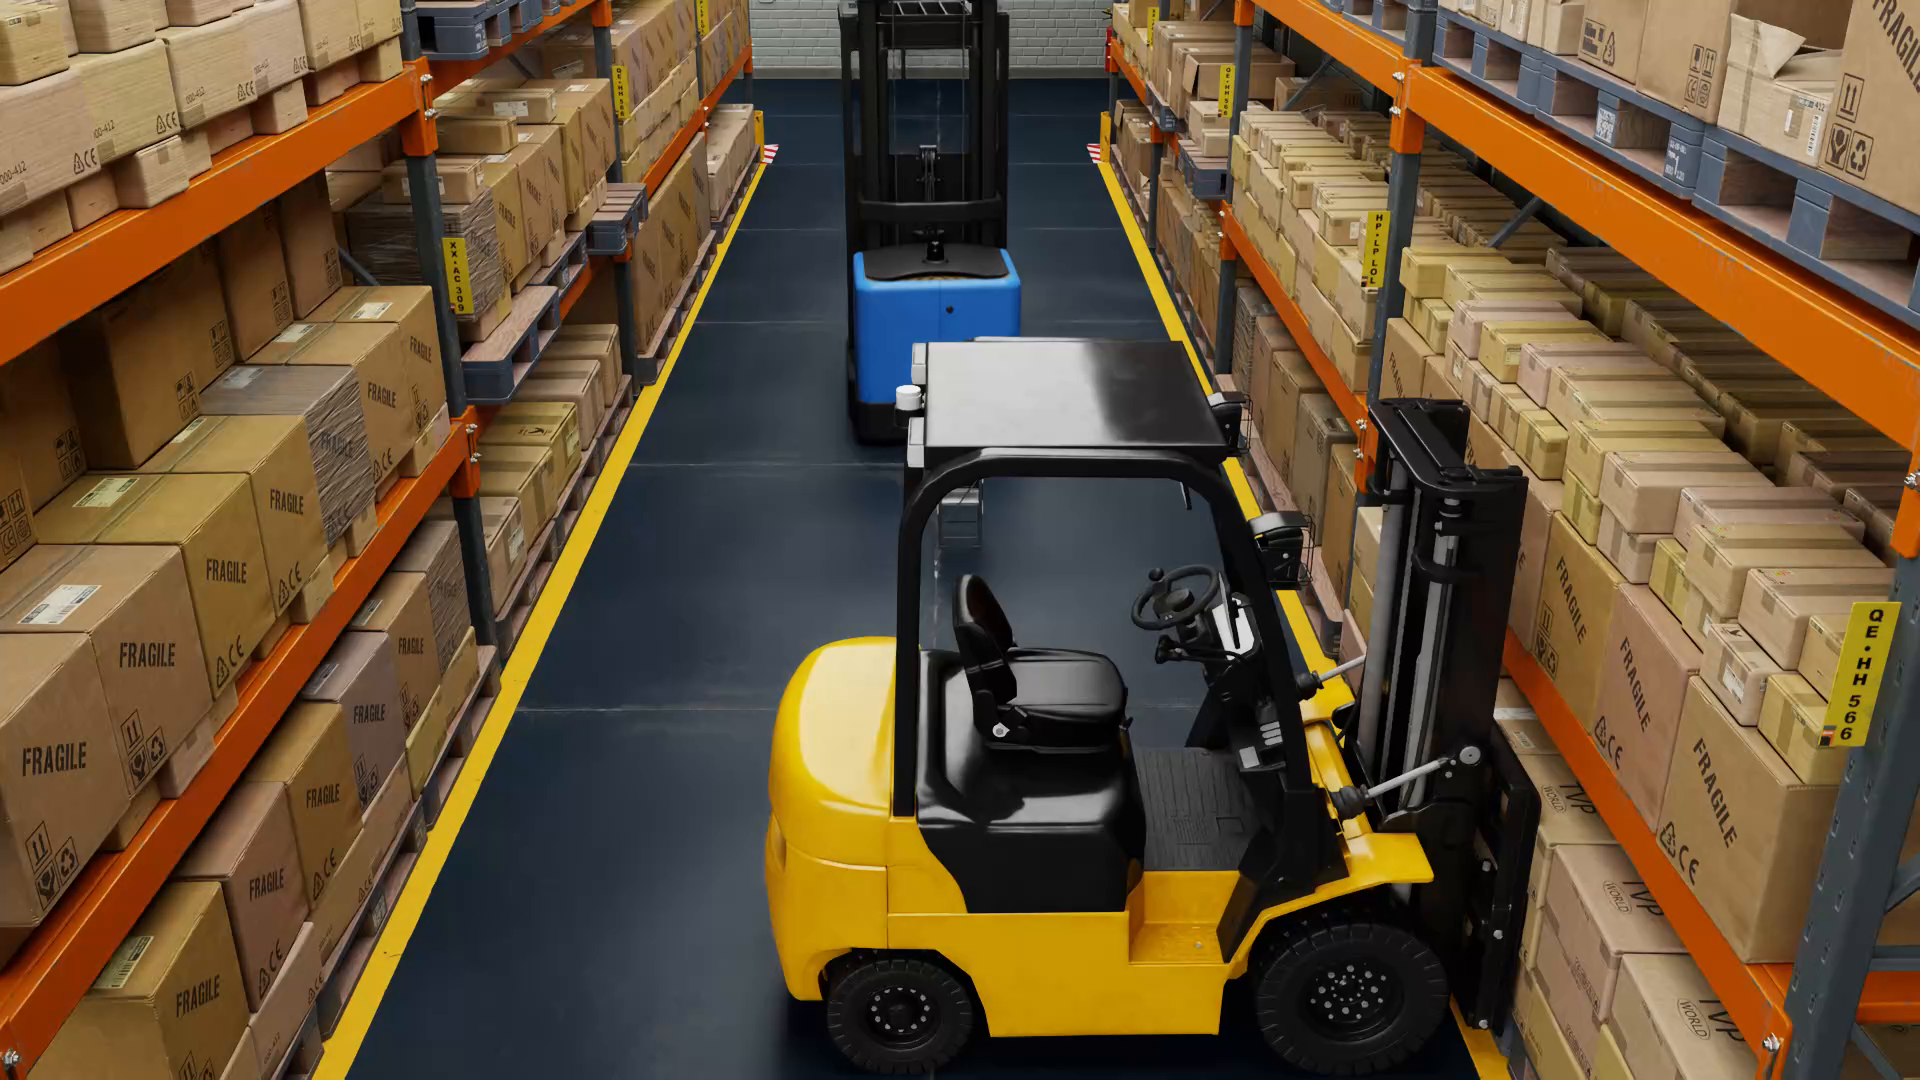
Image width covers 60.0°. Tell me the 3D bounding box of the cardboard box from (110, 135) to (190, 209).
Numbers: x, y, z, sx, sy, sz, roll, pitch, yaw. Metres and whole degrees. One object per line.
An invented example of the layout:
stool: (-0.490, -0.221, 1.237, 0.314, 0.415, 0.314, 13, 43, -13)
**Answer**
cardboard box: (-2.320, -0.990, 4.463, 0.380, 0.149, 0.250, 0, 24, 0)

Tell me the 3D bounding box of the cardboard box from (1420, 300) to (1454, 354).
cardboard box: (2.042, -0.841, 6.560, 0.380, 0.149, 0.250, 0, 24, 1)

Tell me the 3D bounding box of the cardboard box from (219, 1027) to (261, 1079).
cardboard box: (-2.355, 1.661, 4.764, 0.500, 0.250, 0.500, 0, 24, -1)

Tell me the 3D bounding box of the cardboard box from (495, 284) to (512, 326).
cardboard box: (-2.351, -1.124, 7.890, 0.380, 0.149, 0.250, 0, 24, 1)

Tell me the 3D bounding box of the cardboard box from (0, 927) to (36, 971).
cardboard box: (-2.420, 0.907, 3.910, 0.380, 0.149, 0.250, 0, 24, 0)

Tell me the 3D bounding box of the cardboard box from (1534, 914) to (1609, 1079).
cardboard box: (2.028, 1.337, 4.874, 0.500, 0.250, 0.500, 0, 24, -1)

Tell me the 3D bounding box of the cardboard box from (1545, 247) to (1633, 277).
cardboard box: (2.602, -1.085, 6.740, 0.380, 0.149, 0.250, 0, 24, 0)

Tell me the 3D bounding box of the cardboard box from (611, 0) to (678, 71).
cardboard box: (-2.499, -3.907, 12.915, 0.500, 0.500, 0.500, 0, 24, 1)

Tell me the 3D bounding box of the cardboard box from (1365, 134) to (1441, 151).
cardboard box: (2.588, -2.280, 9.742, 0.380, 0.149, 0.250, -1, 24, -2)

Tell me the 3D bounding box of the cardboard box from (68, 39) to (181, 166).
cardboard box: (-2.388, -1.129, 4.288, 0.500, 0.250, 0.500, 0, 24, 1)

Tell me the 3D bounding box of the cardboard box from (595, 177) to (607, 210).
cardboard box: (-2.349, -2.092, 10.031, 0.380, 0.149, 0.250, 0, 24, -1)

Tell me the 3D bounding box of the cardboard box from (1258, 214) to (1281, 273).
cardboard box: (2.027, -1.715, 9.585, 0.500, 0.250, 0.500, -1, 24, -2)

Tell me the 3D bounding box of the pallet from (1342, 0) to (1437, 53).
pallet: (2.274, -2.382, 7.468, 0.805, 0.209, 1.217, -1, 24, -3)

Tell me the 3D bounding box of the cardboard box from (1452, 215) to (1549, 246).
cardboard box: (2.555, -1.439, 7.884, 0.380, 0.149, 0.250, 0, 24, -1)

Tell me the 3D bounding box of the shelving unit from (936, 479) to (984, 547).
shelving unit: (0.000, -0.413, 9.072, 0.258, 0.900, 0.210, 0, 24, -1)

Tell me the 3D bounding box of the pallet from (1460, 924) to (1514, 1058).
pallet: (2.280, 1.364, 5.979, 1.003, 0.211, 1.213, 0, 24, -1)

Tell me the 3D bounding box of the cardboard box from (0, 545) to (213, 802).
cardboard box: (-2.360, 0.342, 4.371, 0.500, 0.500, 0.500, 0, 24, 1)

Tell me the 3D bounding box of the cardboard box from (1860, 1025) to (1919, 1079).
cardboard box: (2.524, 1.316, 4.313, 0.500, 0.250, 0.500, -1, 24, -1)

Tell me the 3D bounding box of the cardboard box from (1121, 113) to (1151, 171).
cardboard box: (2.048, -4.131, 17.268, 0.700, 0.500, 0.500, 1, 24, 2)

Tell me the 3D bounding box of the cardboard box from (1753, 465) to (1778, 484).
cardboard box: (2.602, -0.204, 5.153, 0.380, 0.149, 0.250, 0, 24, -1)

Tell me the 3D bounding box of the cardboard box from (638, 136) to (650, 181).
cardboard box: (-2.487, -2.709, 11.782, 0.500, 0.250, 0.500, -1, 24, -2)

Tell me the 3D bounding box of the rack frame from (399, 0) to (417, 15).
rack frame: (-2.667, -3.448, 5.955, 1.000, 3.000, 0.127, 0, 24, -1)

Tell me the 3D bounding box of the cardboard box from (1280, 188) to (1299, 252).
cardboard box: (2.036, -1.730, 9.011, 0.500, 0.250, 0.500, 0, 24, 0)

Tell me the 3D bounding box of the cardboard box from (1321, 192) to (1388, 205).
cardboard box: (2.024, -1.643, 8.334, 0.380, 0.149, 0.250, -1, 24, -2)

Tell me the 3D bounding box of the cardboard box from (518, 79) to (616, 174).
cardboard box: (-2.427, -2.550, 10.255, 0.500, 0.500, 0.500, -1, 24, -2)

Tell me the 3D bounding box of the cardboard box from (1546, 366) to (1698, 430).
cardboard box: (2.117, -0.450, 5.335, 0.380, 0.149, 0.250, 0, 24, 0)

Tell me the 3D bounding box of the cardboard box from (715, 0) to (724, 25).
cardboard box: (-2.510, -5.129, 15.616, 0.500, 0.500, 0.500, 0, 24, 0)

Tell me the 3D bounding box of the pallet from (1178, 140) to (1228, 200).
pallet: (2.176, -2.579, 11.544, 1.213, 0.211, 1.003, 0, 24, -1)

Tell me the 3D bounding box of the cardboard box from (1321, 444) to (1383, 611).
cardboard box: (2.280, -0.063, 8.122, 0.875, 0.625, 0.625, 1, 24, 2)

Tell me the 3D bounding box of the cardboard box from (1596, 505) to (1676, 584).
cardboard box: (2.041, 0.002, 4.696, 0.380, 0.149, 0.250, -1, 24, -2)

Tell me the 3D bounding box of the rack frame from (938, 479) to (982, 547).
rack frame: (0.001, -0.371, 8.979, 0.240, 0.900, 0.006, 0, 24, -1)

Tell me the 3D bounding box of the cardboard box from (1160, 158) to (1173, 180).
cardboard box: (1.947, -3.234, 14.498, 0.380, 0.149, 0.250, 1, 24, 2)

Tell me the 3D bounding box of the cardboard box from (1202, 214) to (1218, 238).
cardboard box: (2.041, -2.370, 12.587, 0.380, 0.149, 0.250, -1, 24, -1)

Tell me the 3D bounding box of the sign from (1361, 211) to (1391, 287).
sign: (1.754, -1.224, 7.007, 0.100, 0.325, 0.005, 0, 24, -1)

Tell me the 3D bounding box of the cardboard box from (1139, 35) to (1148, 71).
cardboard box: (1.940, -4.518, 15.420, 0.500, 0.250, 0.500, 0, 24, 0)

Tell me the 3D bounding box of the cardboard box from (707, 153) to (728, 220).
cardboard box: (-2.653, -3.295, 15.494, 0.875, 0.438, 0.875, -1, 24, -1)

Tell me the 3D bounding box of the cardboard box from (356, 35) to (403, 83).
cardboard box: (-2.358, -1.838, 6.340, 0.380, 0.149, 0.250, 0, 24, 0)

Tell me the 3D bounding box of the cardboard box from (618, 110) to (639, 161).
cardboard box: (-2.469, -2.733, 11.227, 0.500, 0.250, 0.500, 0, 24, -1)

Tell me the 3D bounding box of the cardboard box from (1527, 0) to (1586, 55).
cardboard box: (2.009, -1.668, 5.191, 0.396, 0.266, 0.258, -1, 24, -2)

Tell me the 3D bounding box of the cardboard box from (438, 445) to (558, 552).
cardboard box: (-2.686, -0.221, 8.779, 0.950, 0.372, 0.625, 1, 24, 3)

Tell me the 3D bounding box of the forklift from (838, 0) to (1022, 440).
forklift: (-0.248, -2.537, 11.303, 1.130, 2.935, 3.031, -2, 24, -4)

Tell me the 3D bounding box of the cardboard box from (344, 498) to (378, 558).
cardboard box: (-2.344, -0.051, 6.027, 0.380, 0.149, 0.250, -1, 24, -1)

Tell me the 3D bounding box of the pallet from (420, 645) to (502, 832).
pallet: (-2.624, 0.832, 7.154, 1.003, 0.211, 1.213, 0, 24, -1)

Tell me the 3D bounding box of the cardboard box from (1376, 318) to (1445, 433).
cardboard box: (2.041, -0.600, 6.816, 0.500, 0.500, 0.500, -1, 24, -2)

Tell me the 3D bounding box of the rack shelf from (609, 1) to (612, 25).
rack shelf: (-2.732, -4.226, 12.187, 1.077, 0.370, 4.000, 0, 24, -1)

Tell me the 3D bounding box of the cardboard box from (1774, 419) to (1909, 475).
cardboard box: (2.644, -0.242, 4.876, 0.380, 0.149, 0.250, -1, 24, -2)

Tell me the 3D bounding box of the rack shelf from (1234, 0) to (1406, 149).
rack shelf: (2.275, -2.602, 8.596, 1.077, 0.370, 4.000, 0, 24, -1)

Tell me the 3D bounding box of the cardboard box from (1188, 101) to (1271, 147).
cardboard box: (1.918, -2.943, 11.790, 0.500, 0.250, 0.500, -1, 24, -3)

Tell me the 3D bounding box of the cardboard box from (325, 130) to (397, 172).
cardboard box: (-2.918, -1.856, 7.935, 0.380, 0.149, 0.250, -1, 24, -2)

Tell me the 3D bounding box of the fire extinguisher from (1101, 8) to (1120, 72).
fire extinguisher: (1.702, -5.537, 18.399, 0.296, 0.674, 0.183, 0, 24, -1)

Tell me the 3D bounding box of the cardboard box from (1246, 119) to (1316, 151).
cardboard box: (1.966, -2.486, 10.197, 0.380, 0.149, 0.250, 0, 24, 1)

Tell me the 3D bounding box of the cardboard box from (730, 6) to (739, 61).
cardboard box: (-2.522, -5.089, 16.740, 0.500, 0.500, 0.500, 0, 24, 1)
